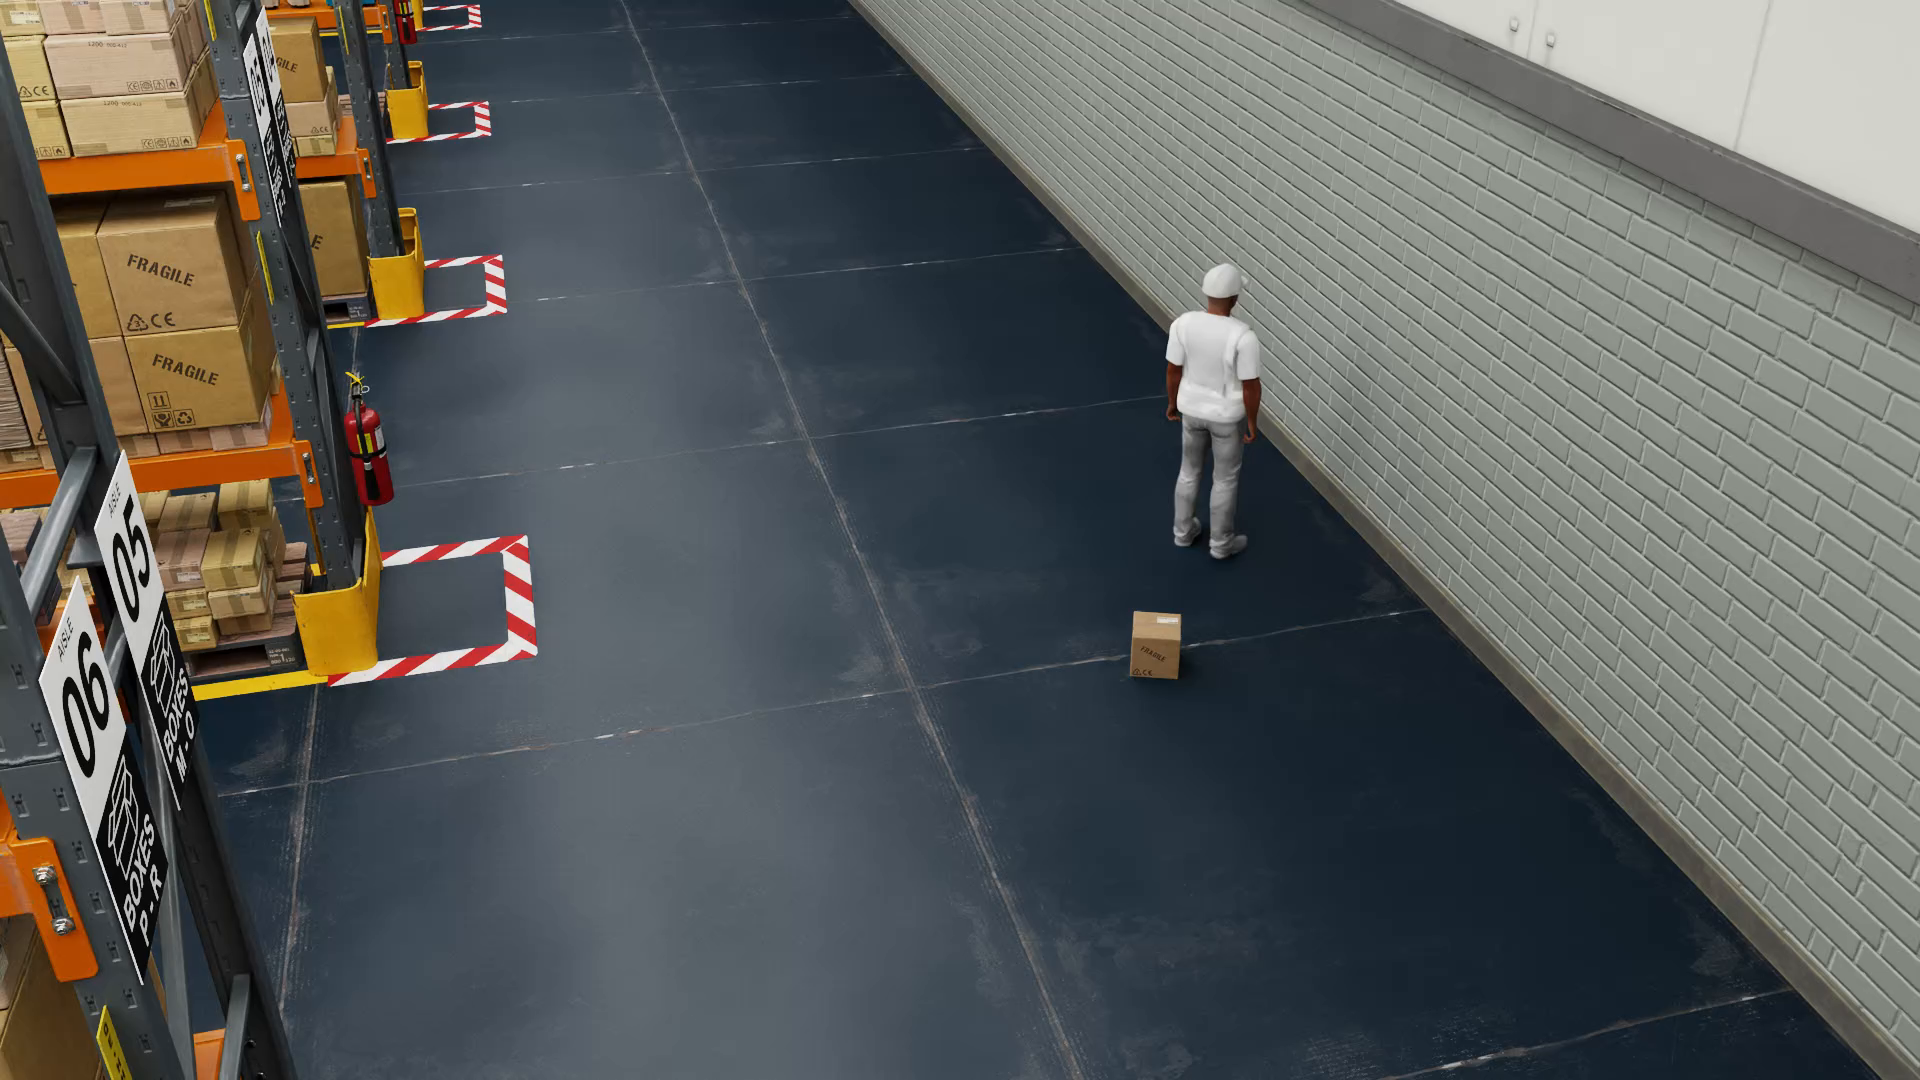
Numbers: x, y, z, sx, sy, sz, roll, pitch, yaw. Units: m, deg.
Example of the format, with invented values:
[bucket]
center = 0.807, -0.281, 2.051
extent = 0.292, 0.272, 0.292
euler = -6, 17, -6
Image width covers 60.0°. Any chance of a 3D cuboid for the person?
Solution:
[person]
center = 1.452, -0.737, 9.495
extent = 0.568, 1.779, 0.377
euler = 17, 34, 27
